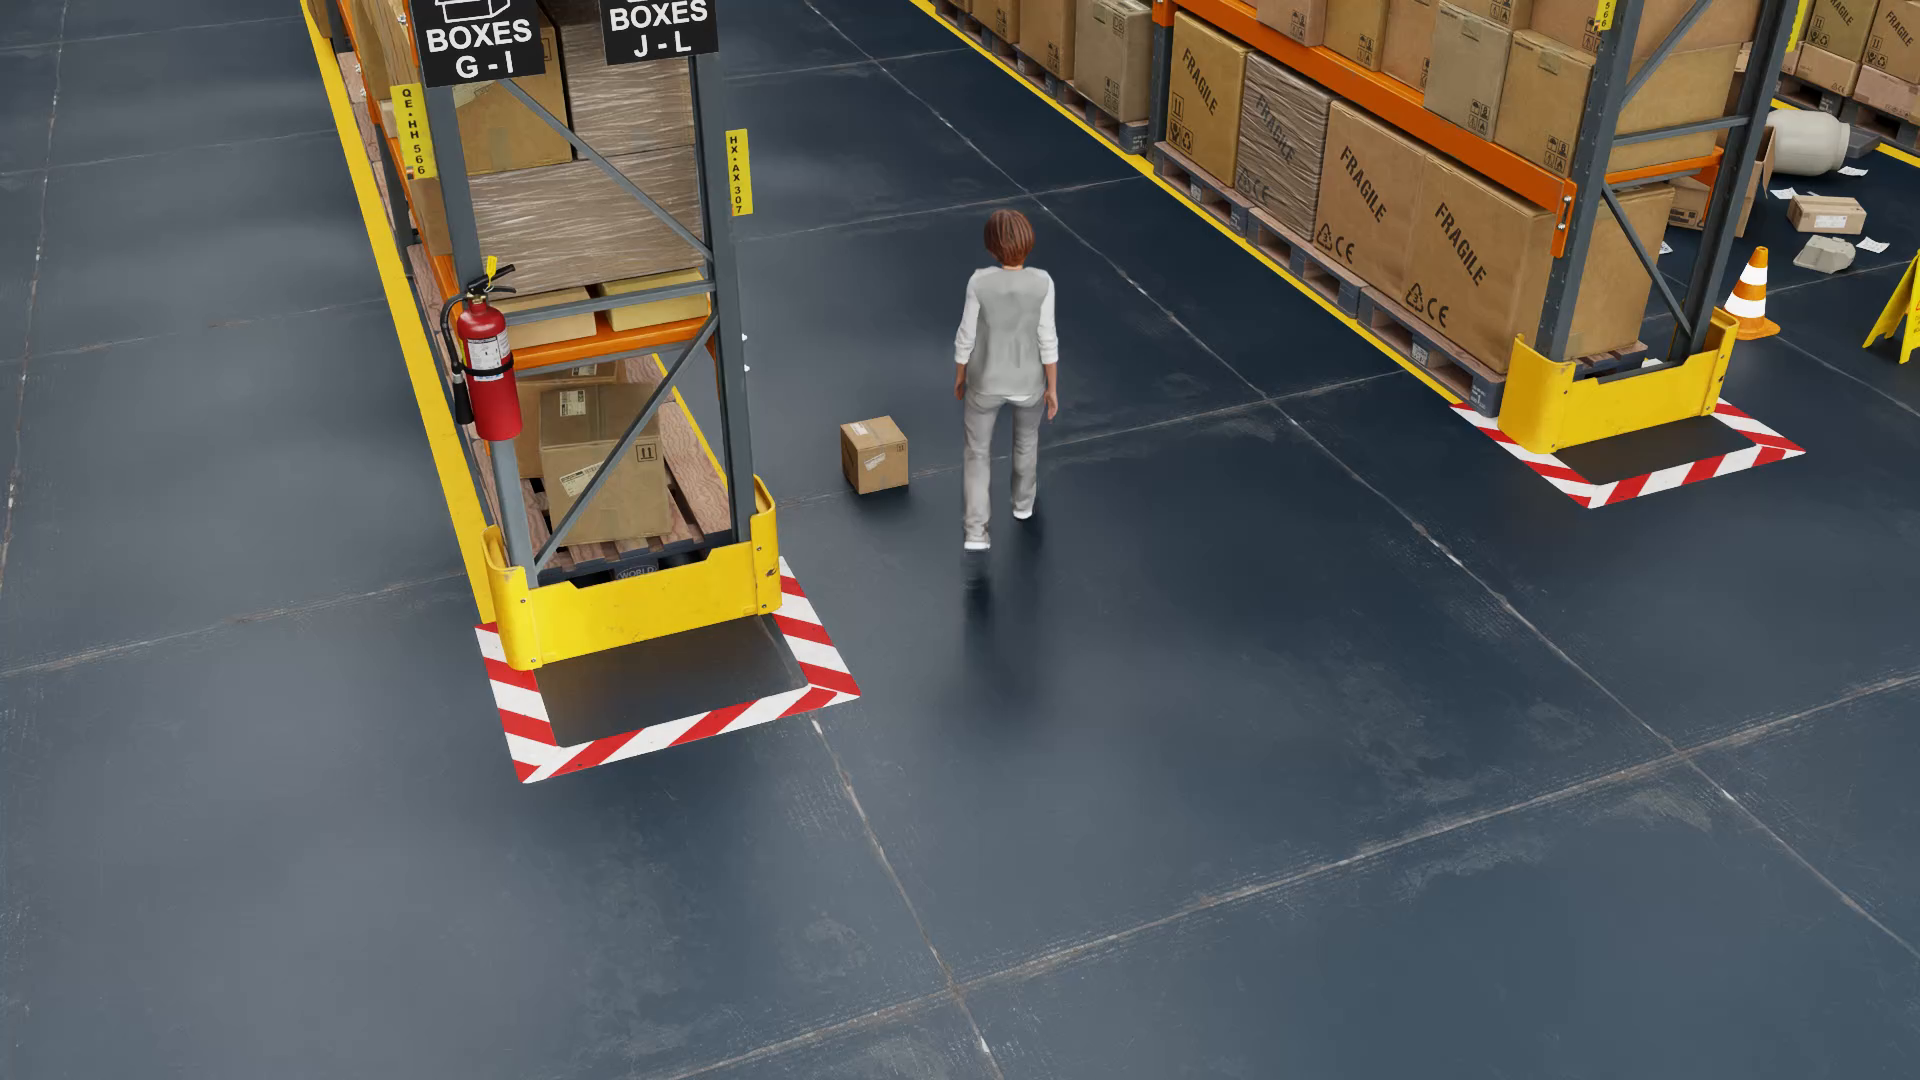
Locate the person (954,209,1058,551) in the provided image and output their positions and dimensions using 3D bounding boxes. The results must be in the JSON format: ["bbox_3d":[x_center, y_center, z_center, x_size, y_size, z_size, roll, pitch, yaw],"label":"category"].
[{"bbox_3d":[0.197,-0.678,7.161,0.447,1.563,0.764,-1,34,-1],"label":"person"}]
